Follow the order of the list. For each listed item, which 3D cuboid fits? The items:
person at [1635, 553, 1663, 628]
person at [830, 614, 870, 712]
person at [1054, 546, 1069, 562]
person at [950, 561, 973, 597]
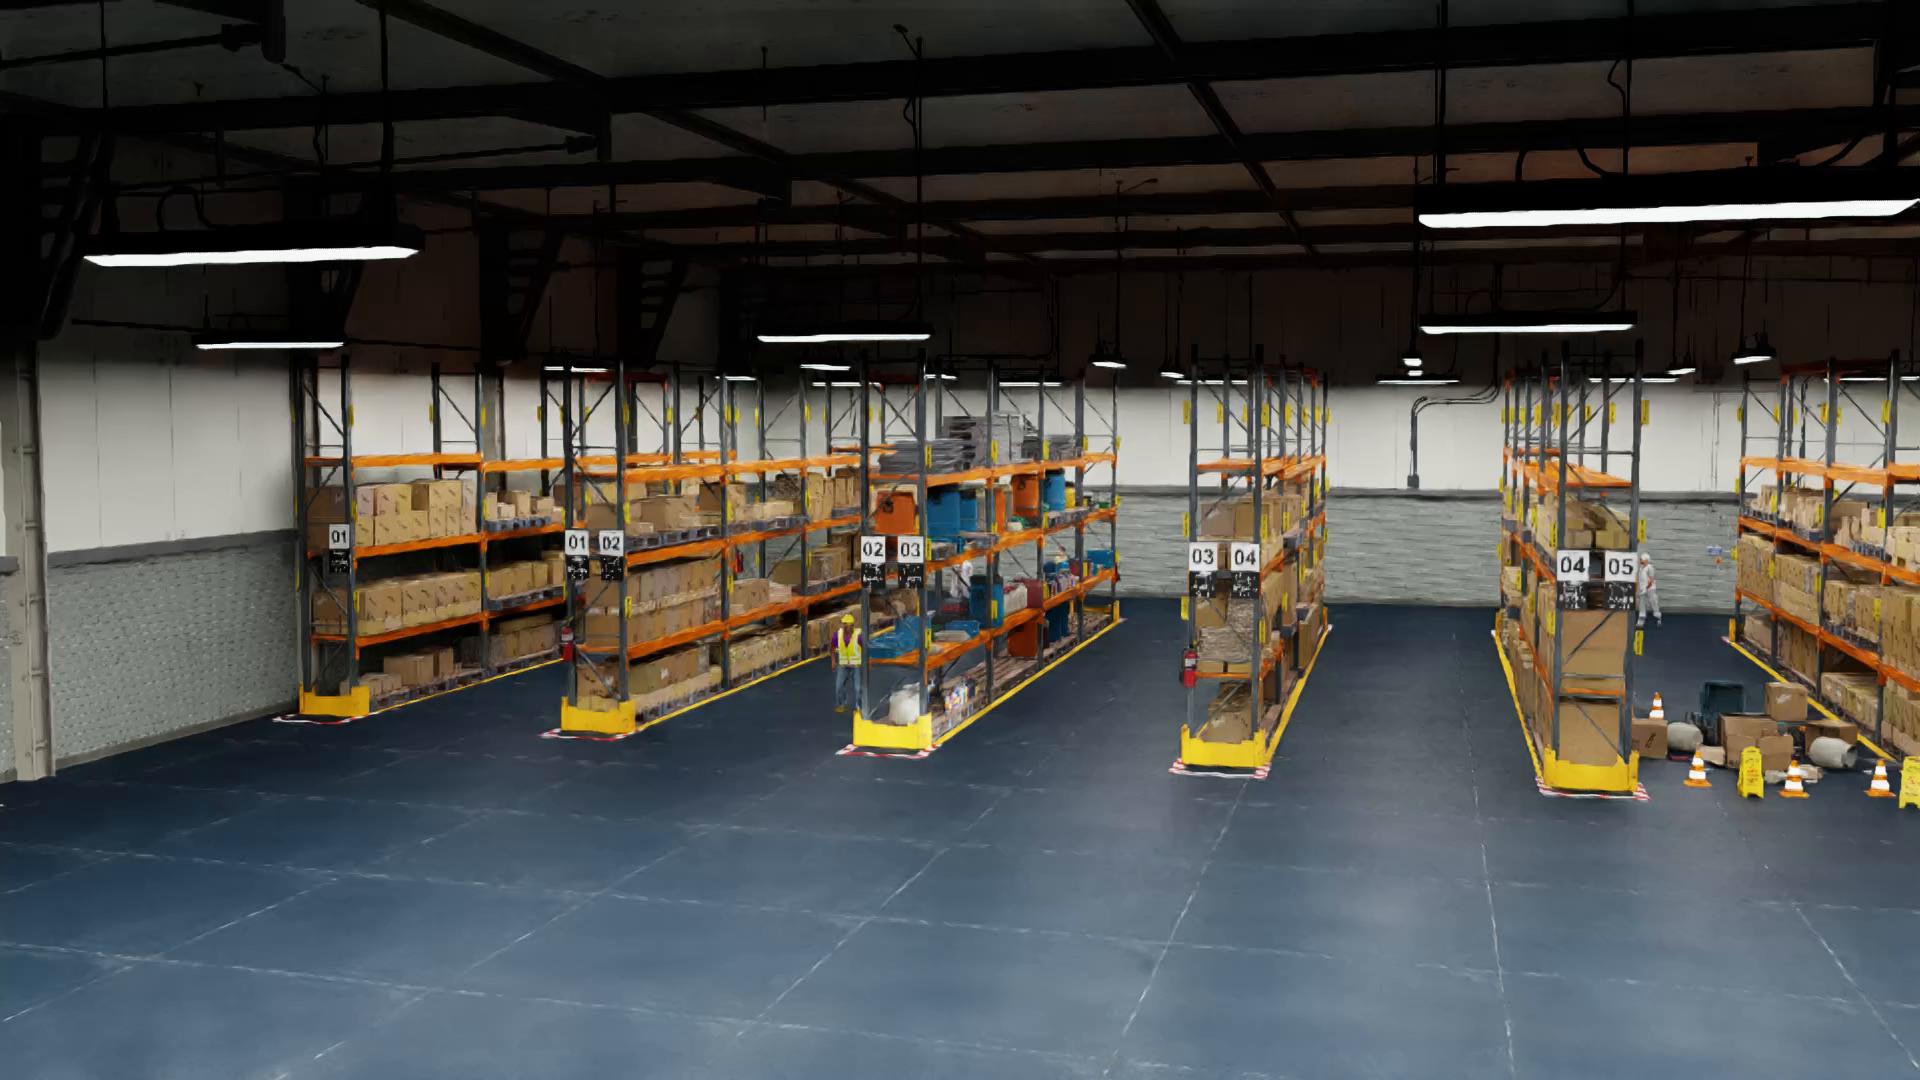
[{"bbox_3d":[16.190,1.186,39.152,0.709,1.783,0.556,-1,4,-13],"label":"person"},{"bbox_3d":[-1.839,2.073,27.764,0.719,1.714,0.578,1,4,14],"label":"person"},{"bbox_3d":[2.644,0.940,43.399,0.448,1.585,1.110,1,5,18],"label":"person"},{"bbox_3d":[0.033,1.101,40.471,0.588,1.700,1.193,1,4,14],"label":"person"}]
